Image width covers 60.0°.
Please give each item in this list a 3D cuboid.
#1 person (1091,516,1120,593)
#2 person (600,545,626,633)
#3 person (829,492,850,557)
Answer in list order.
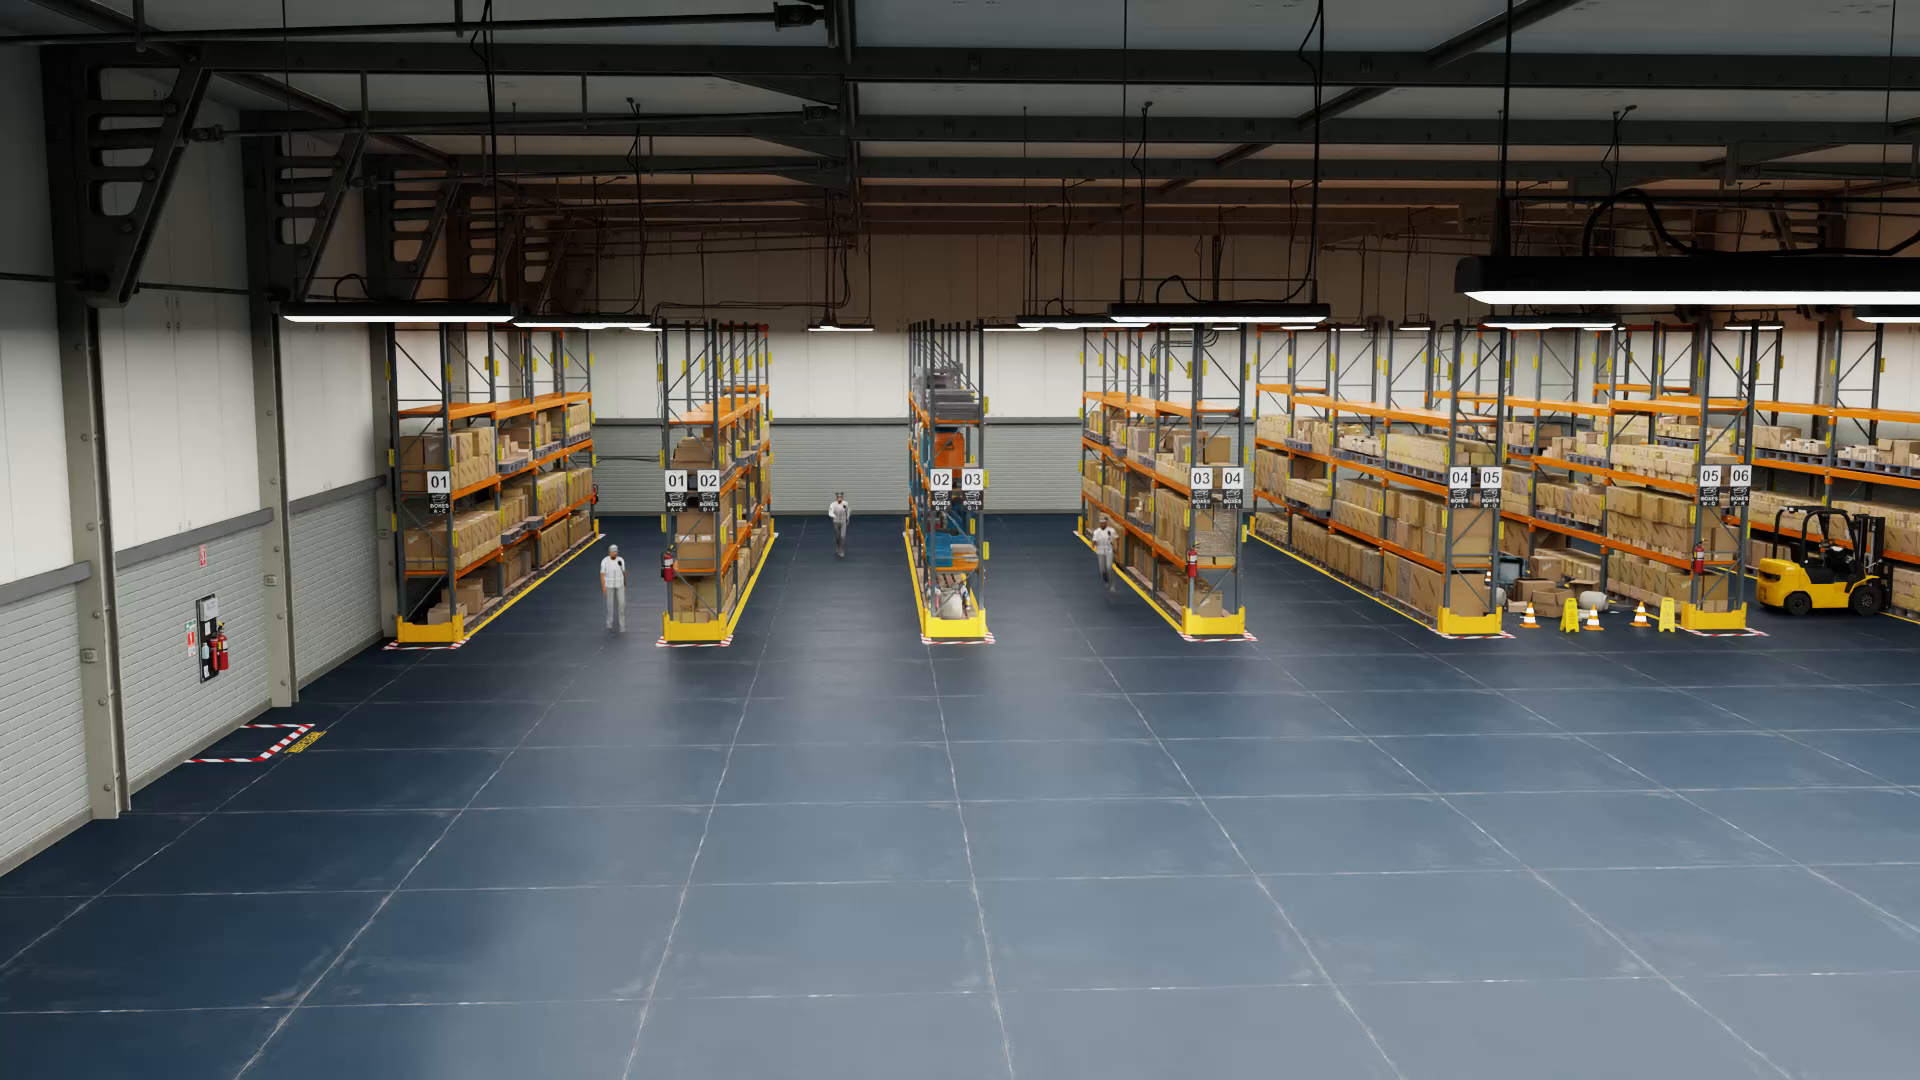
[{"bbox_3d":[3.125,0.285,35.845,0.578,1.612,0.814,2,7,18],"label":"person"},{"bbox_3d":[-6.715,0.938,32.259,0.492,1.683,0.742,-3,7,-20],"label":"person"},{"bbox_3d":[-3.130,-0.415,43.074,0.547,1.693,0.963,-1,7,-5],"label":"person"}]
